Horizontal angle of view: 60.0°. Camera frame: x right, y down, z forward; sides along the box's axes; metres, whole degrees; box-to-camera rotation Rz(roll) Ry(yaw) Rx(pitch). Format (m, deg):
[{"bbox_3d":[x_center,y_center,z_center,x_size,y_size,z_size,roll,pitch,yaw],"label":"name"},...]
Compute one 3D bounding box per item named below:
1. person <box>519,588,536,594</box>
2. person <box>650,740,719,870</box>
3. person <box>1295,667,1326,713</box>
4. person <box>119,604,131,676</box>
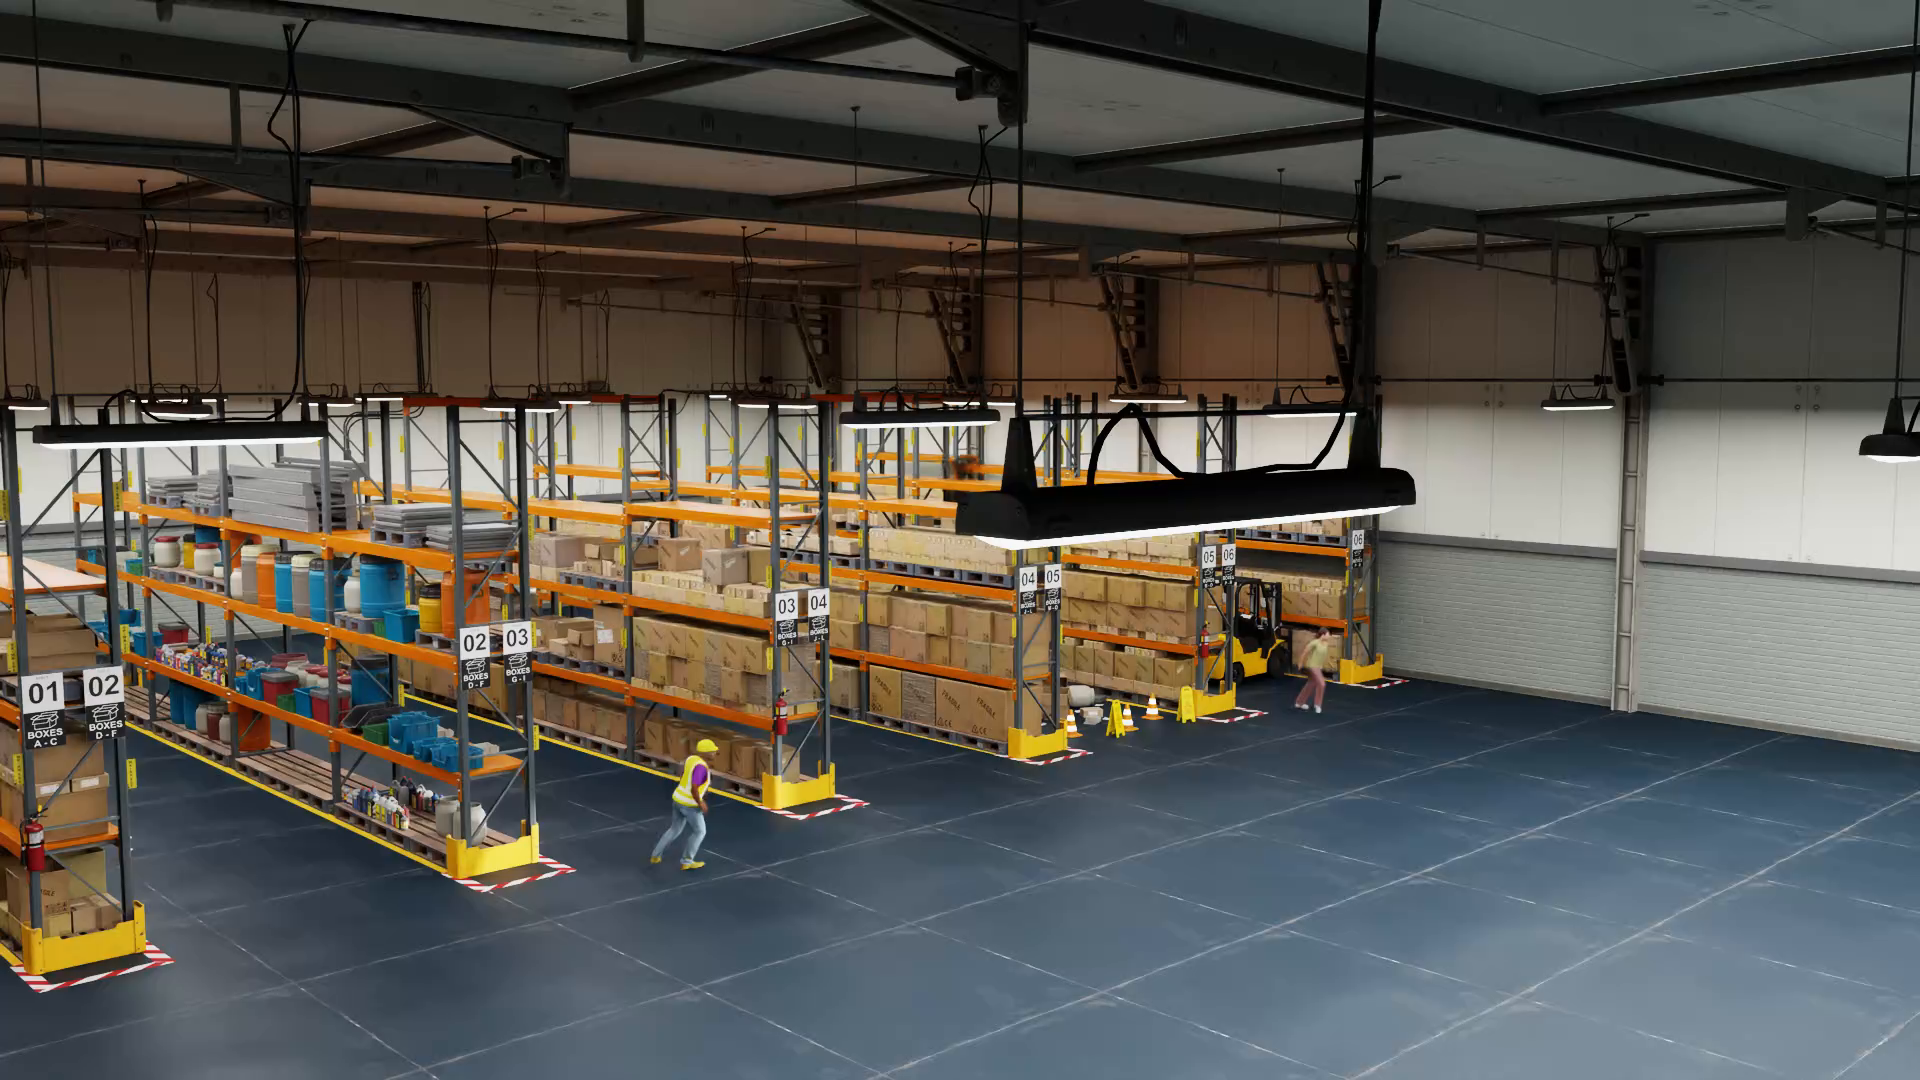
[{"bbox_3d":[-10.669,1.465,41.037,0.610,1.552,0.752,1,6,10],"label":"person"},{"bbox_3d":[-3.557,3.423,21.513,0.869,1.674,0.705,-4,7,-32],"label":"person"},{"bbox_3d":[6.715,2.770,31.761,0.703,0.978,0.365,5,8,43],"label":"person"},{"bbox_3d":[-17.236,2.180,34.188,0.577,1.771,0.554,-1,6,-11],"label":"person"}]
